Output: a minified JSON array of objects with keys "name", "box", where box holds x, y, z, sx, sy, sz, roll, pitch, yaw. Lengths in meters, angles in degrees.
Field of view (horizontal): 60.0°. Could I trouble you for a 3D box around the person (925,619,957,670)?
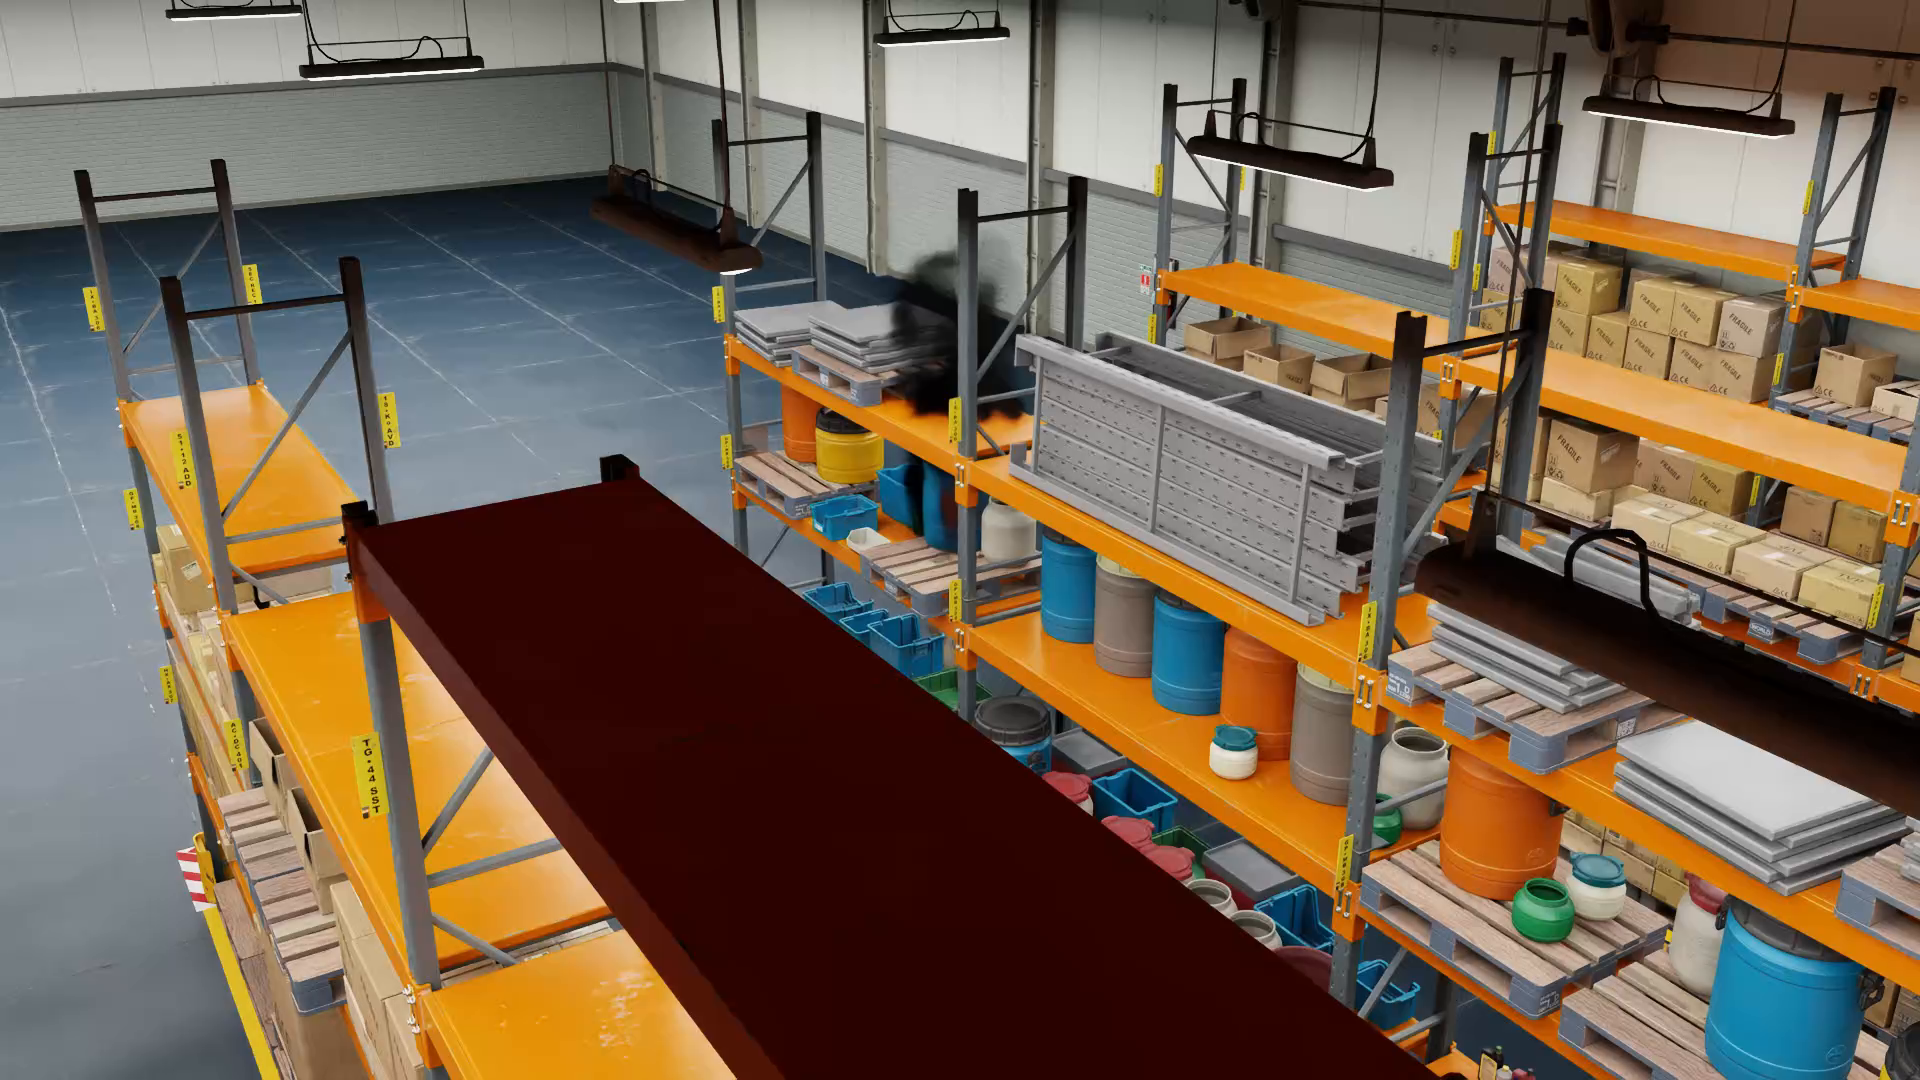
[{"name":"person","box":[-0.192,0.714,16.634,0.629,1.830,0.649,-16,27,-35]}]
